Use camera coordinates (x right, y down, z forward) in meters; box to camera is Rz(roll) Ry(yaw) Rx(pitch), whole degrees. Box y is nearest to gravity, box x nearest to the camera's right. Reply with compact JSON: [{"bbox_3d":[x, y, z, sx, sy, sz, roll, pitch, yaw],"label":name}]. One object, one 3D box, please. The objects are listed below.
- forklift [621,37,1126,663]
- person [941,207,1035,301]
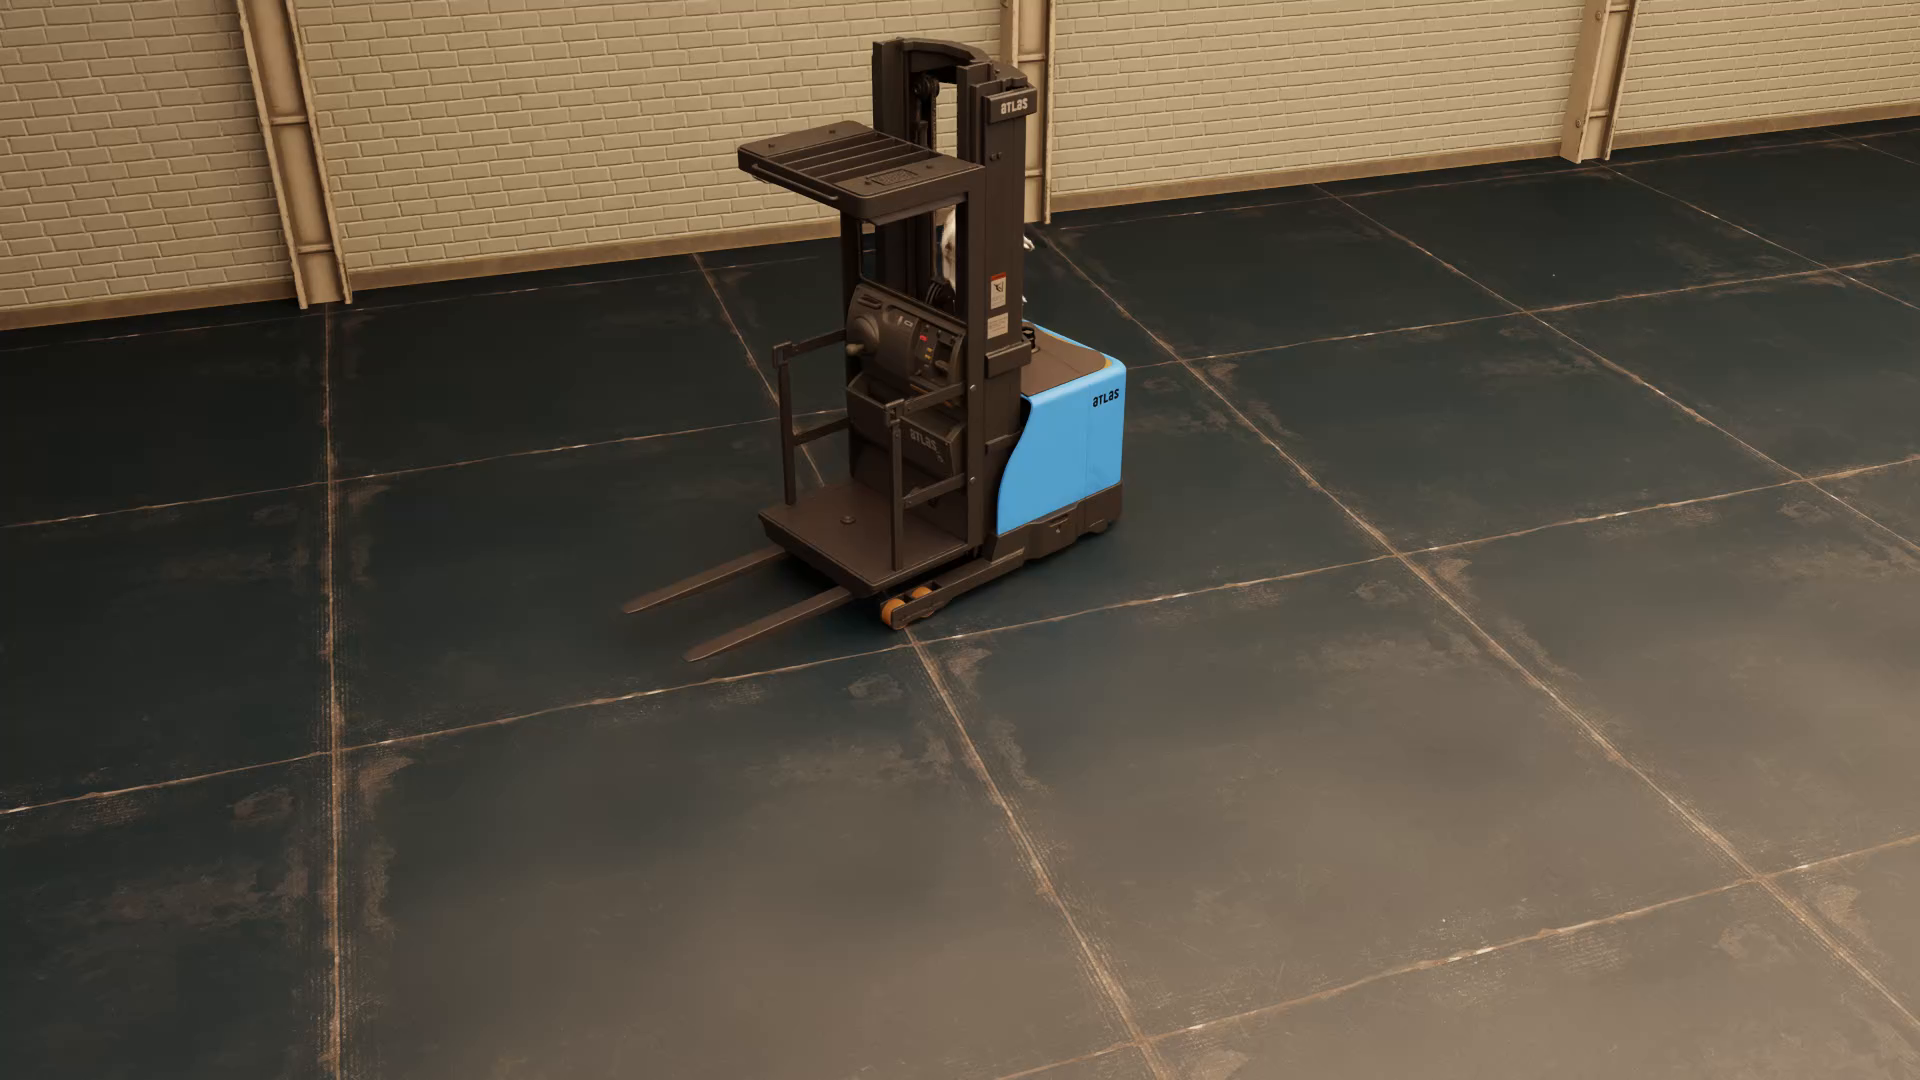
[{"bbox_3d":[-0.461,-1.072,8.951,3.031,2.935,1.130,-23,37,-34],"label":"forklift"},{"bbox_3d":[0.209,-1.753,11.497,1.020,1.586,1.140,2,30,3],"label":"person"}]
